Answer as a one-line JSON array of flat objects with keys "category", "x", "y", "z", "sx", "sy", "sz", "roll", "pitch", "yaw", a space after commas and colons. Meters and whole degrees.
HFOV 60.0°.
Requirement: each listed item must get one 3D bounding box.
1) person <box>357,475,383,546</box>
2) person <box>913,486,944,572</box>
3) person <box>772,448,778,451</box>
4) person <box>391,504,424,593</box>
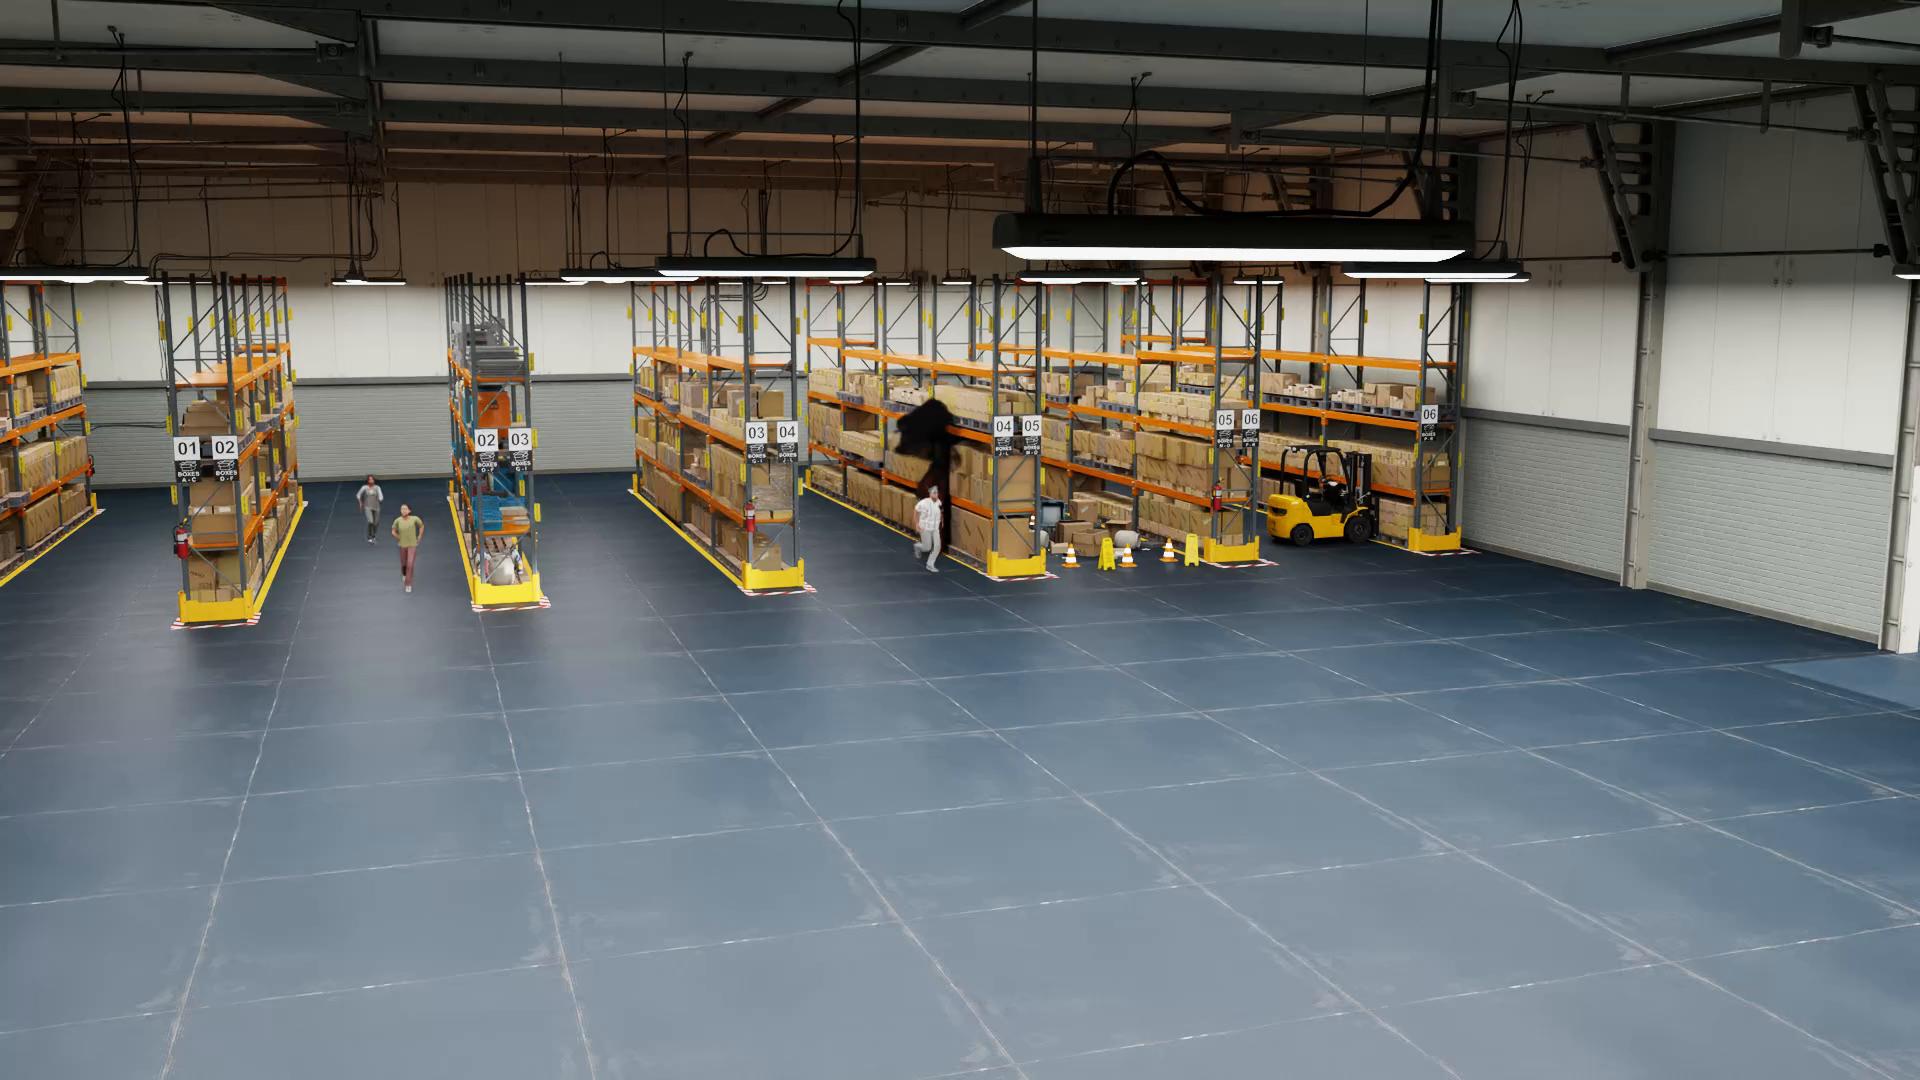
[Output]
[{"category": "person", "x": -13.143, "y": -0.661, "z": 37.139, "sx": 0.506, "sy": 1.592, "sz": 0.662, "roll": -5, "pitch": 10, "yaw": -32}, {"category": "person", "x": -0.646, "y": -0.243, "z": 33.723, "sx": 0.693, "sy": 1.750, "sz": 0.726, "roll": -6, "pitch": 11, "yaw": -37}, {"category": "person", "x": -5.274, "y": -2.301, "z": 47.842, "sx": 0.683, "sy": 1.647, "sz": 0.534, "roll": 0, "pitch": 9, "yaw": -3}, {"category": "person", "x": -10.560, "y": 0.122, "z": 31.837, "sx": 0.587, "sy": 1.672, "sz": 0.910, "roll": -2, "pitch": 9, "yaw": -10}]
